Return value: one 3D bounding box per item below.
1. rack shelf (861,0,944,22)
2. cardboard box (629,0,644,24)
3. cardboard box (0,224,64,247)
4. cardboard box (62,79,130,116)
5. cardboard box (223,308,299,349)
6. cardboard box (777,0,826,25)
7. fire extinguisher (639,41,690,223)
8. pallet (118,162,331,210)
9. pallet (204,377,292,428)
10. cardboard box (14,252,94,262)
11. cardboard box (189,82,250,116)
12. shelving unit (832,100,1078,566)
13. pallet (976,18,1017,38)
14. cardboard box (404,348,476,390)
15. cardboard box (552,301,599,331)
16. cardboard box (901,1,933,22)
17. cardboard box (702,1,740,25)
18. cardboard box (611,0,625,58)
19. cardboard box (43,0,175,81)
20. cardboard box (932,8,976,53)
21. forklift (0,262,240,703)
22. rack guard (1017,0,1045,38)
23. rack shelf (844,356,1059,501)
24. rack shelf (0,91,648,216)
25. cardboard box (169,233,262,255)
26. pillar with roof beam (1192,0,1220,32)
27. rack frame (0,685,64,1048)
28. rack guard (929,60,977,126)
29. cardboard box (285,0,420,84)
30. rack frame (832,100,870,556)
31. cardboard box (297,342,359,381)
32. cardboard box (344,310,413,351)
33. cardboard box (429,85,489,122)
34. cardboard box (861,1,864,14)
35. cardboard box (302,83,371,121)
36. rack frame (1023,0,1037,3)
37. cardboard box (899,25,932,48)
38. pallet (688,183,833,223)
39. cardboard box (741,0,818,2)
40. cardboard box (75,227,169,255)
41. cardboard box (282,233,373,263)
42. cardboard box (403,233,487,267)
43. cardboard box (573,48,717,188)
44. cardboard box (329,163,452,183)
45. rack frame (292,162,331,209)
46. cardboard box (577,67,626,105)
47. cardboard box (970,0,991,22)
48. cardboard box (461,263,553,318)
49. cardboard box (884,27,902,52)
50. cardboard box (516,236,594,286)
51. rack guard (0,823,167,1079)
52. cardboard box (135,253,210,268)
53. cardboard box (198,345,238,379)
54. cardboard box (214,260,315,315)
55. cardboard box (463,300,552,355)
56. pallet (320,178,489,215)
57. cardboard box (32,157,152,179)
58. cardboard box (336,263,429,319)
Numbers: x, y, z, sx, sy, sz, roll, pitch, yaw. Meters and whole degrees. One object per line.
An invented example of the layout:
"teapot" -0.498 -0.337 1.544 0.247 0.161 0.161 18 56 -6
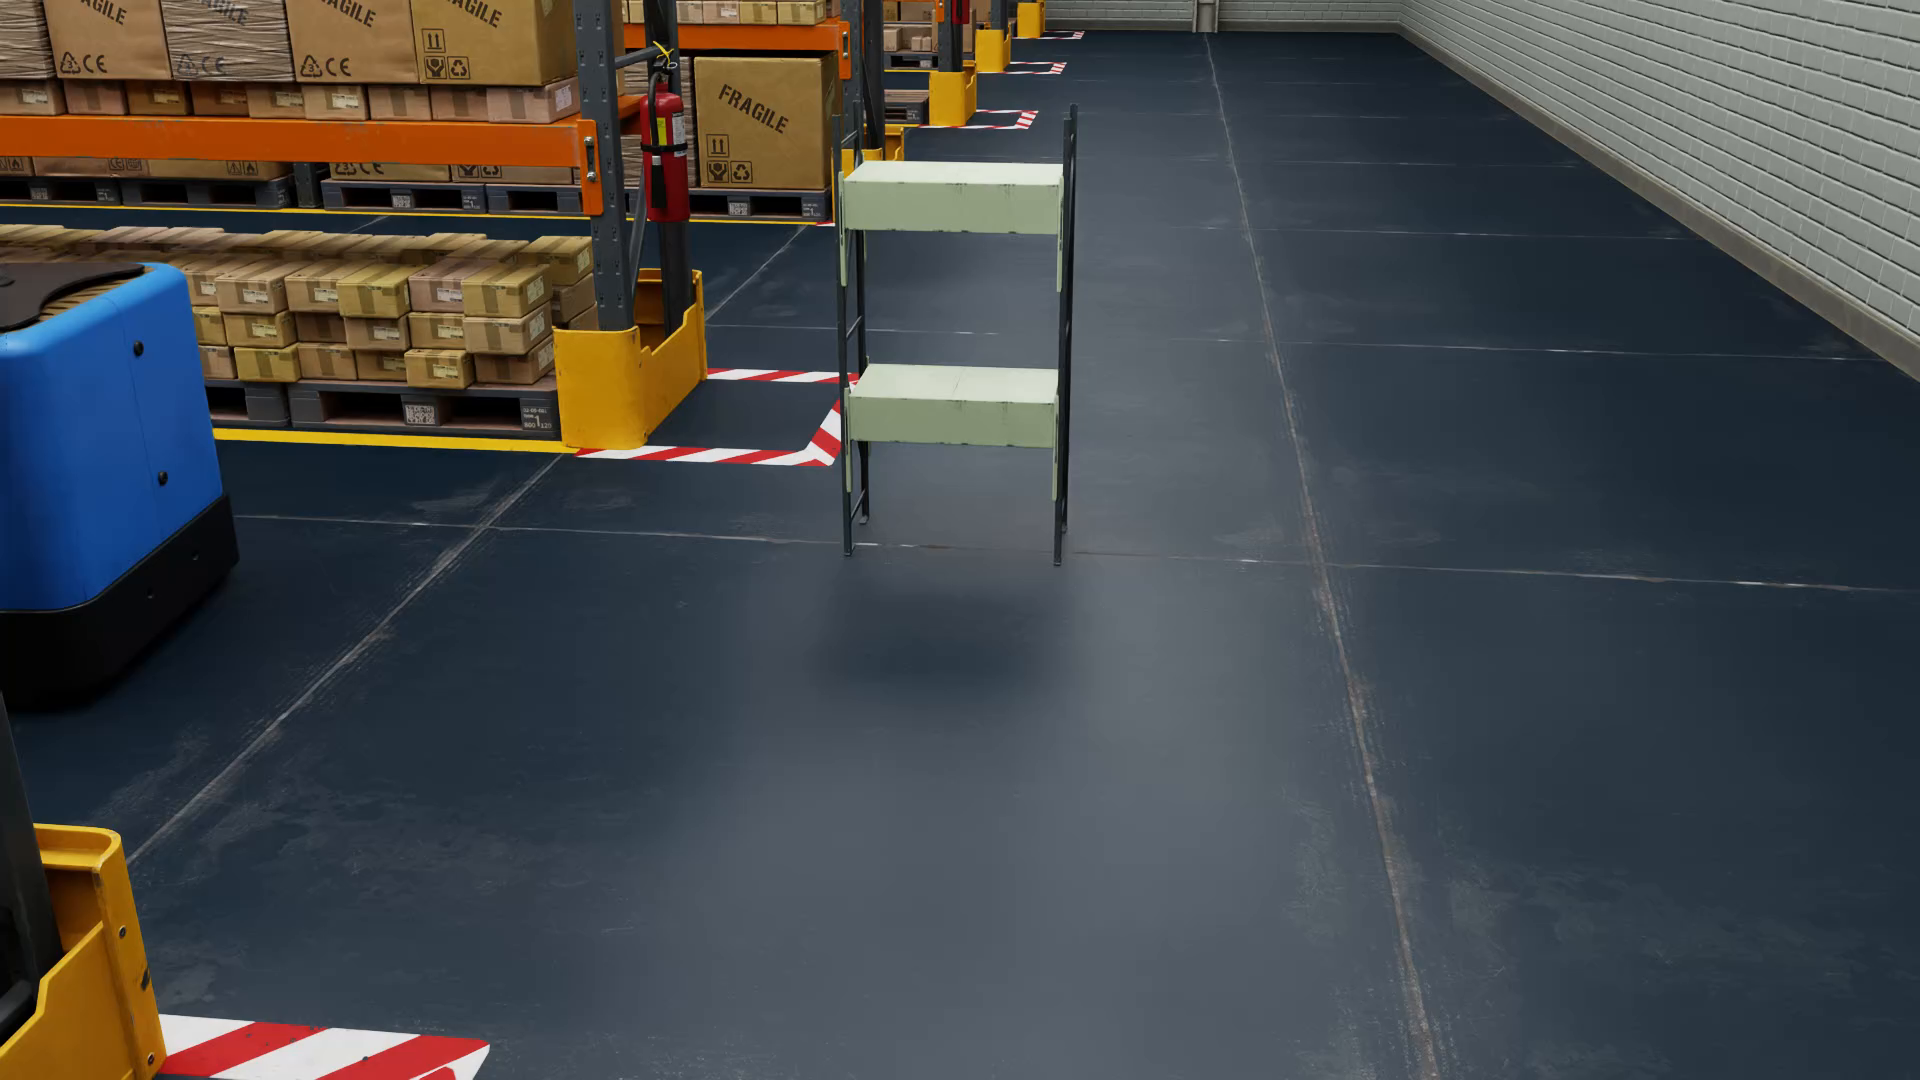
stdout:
"rack shelf" -2.075 -5.348 16.366 4.000 0.370 1.077 2 22 6
"cardboard box" -2.079 -3.610 11.332 0.250 0.149 0.380 2 22 5
"cardboard box" -4.438 -1.375 7.836 0.250 0.149 0.380 2 22 6
"cardboard box" -3.500 -1.872 6.936 0.250 0.149 0.380 3 22 8
"cardboard box" -2.946 -0.947 7.158 0.250 0.149 0.380 3 22 7
"cardboard box" -1.064 -3.566 11.222 0.250 0.149 0.380 3 22 7
"fire extinguisher" -1.160 -1.592 6.500 0.183 0.674 0.296 2 22 6
"pallet" -5.419 -2.670 12.406 1.213 0.211 1.003 2 22 6
"pallet" -3.442 -0.790 7.650 1.213 0.211 1.003 2 22 6
"cardboard box" -3.982 -1.140 7.240 0.250 0.149 0.380 3 22 7
"cardboard box" -2.982 -1.863 6.915 0.250 0.149 0.380 2 22 4
"shelving unit" -0.007 -0.698 5.665 0.755 1.500 0.431 2 22 6
"pallet" 0.274 -7.922 25.692 1.213 0.211 1.003 2 22 6
"cardboard box" -2.171 -0.772 7.118 0.250 0.149 0.380 3 22 8
"cardboard box" -1.839 -0.990 7.671 0.250 0.149 0.380 3 22 7
"cardboard box" -0.626 -8.283 25.640 0.500 0.500 0.700 2 22 5
"cardboard box" -1.573 -3.588 11.277 0.250 0.149 0.380 3 22 6
"cardboard box" -1.769 -2.286 7.103 0.500 0.500 0.500 4 22 9
"cardboard box" -3.342 -2.160 6.782 0.500 0.500 0.500 4 22 9
"cardboard box" -0.071 -6.380 20.800 0.500 0.500 0.500 2 22 6
"forklift" -3.933 -1.074 4.671 3.031 2.935 1.130 0 22 1
"rack guard" 1.101 -8.050 25.621 0.348 0.500 1.175 2 22 6
"rack shelf" -0.007 -0.395 5.785 0.720 0.370 0.431 2 22 6
"rack shelf" -3.342 -1.733 7.223 4.000 0.370 1.077 2 22 6
"cardboard box" -3.406 -1.300 7.645 0.250 0.149 0.380 3 22 6
"pillar with roof beam" 3.353 -10.630 20.589 0.400 9.000 9.100 2 22 6
"rack frame" -1.838 -0.170 2.289 0.127 3.000 1.000 2 22 6
"rack guard" -0.064 -4.437 16.484 0.348 0.500 1.175 2 22 6
"cardboard box" -2.343 -2.116 6.671 0.500 0.500 0.500 2 22 5
"rack frame" -0.370 -0.714 5.705 0.023 1.500 0.400 2 22 6
"cardboard box" -2.670 -0.820 7.241 0.250 0.149 0.380 3 22 7
"cardboard box" -2.430 -0.930 7.113 0.250 0.149 0.380 2 22 4
"cardboard box" -1.956 -1.800 6.754 0.250 0.149 0.380 2 22 6
"cardboard box" -1.666 -8.326 25.750 0.500 0.500 0.700 2 22 6
"cardboard box" -2.462 -1.808 6.774 0.250 0.149 0.380 3 22 8
"rack frame" 1.077 -9.213 25.164 0.127 3.000 1.000 2 22 6
"cardboard box" -0.505 -6.479 21.390 0.500 0.250 0.500 2 22 6
"pallet" -1.475 -2.497 11.969 1.213 0.211 1.003 2 22 6
"cardboard box" -1.184 -3.780 11.222 0.500 0.250 0.500 2 22 5
"cardboard box" -3.909 -1.358 7.791 0.250 0.149 0.380 1 22 4
"cardboard box" -2.890 -1.296 7.635 0.250 0.149 0.380 3 22 8
"cardboard box" -2.359 -1.300 7.645 0.250 0.149 0.380 2 22 6
"cardboard box" -2.221 -3.033 11.850 0.875 0.875 0.875 2 22 6
"cardboard box" -3.998 -3.110 12.046 0.875 0.875 0.875 2 22 6
"rack frame" -4.644 -3.961 11.879 0.127 3.000 1.000 2 22 6
"cardboard box" -1.639 -1.998 7.256 0.250 0.149 0.380 2 22 6
"cardboard box" 0.370 -8.240 25.531 0.500 0.500 0.700 2 22 6
"cardboard box" -1.912 -1.058 7.033 0.250 0.149 0.380 3 22 7
"cardboard box" -1.011 -6.316 20.977 0.500 0.250 0.500 2 22 6
"cardboard box" -1.836 -1.274 7.580 0.250 0.149 0.380 2 22 4
"rack guard" -1.814 0.994 2.746 0.348 0.500 1.175 2 22 6
"cardboard box" -3.462 -1.133 7.223 0.250 0.149 0.380 3 22 7
"cardboard box" -3.199 -0.828 7.260 0.250 0.149 0.380 3 22 7
"cardboard box" -2.949 -1.080 7.089 0.250 0.149 0.380 3 22 8
"cardboard box" -1.914 -0.908 7.058 0.250 0.149 0.380 2 22 5
"pallet" -3.898 -2.603 12.236 1.213 0.211 1.003 2 22 6
"cardboard box" -6.169 -3.227 12.341 0.875 0.875 1.225 2 22 4
"cardboard box" -2.426 -1.054 7.024 0.250 0.149 0.380 2 22 5
